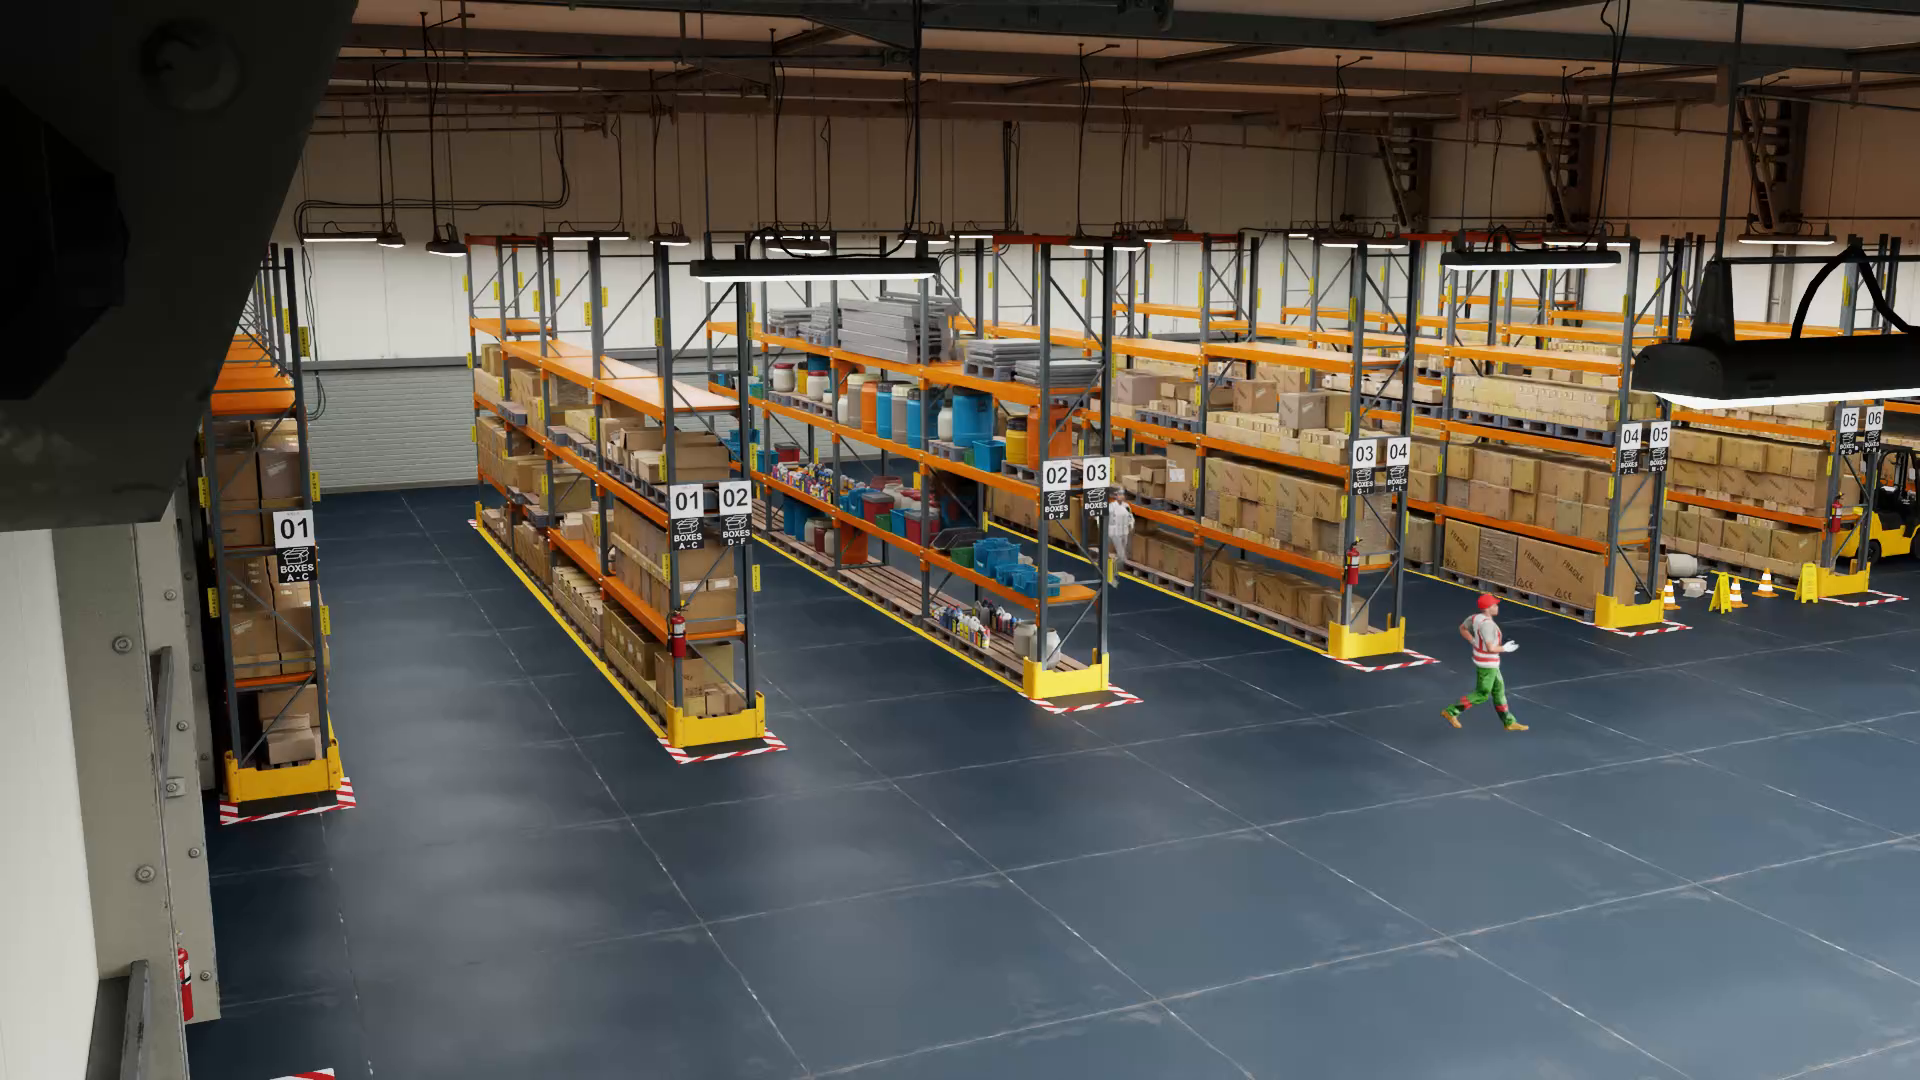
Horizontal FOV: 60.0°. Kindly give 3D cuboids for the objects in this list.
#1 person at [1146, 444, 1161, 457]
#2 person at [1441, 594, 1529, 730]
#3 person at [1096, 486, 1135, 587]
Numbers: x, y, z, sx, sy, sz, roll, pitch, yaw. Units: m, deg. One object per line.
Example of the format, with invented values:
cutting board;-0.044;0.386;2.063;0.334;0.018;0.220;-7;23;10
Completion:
person;4.798;-2.445;41.562;0.556;1.581;0.610;4;12;20
person;6.516;1.513;20.500;1.092;1.739;0.678;1;11;7
person;2.638;-0.054;27.494;0.593;1.702;0.620;-7;13;-31
